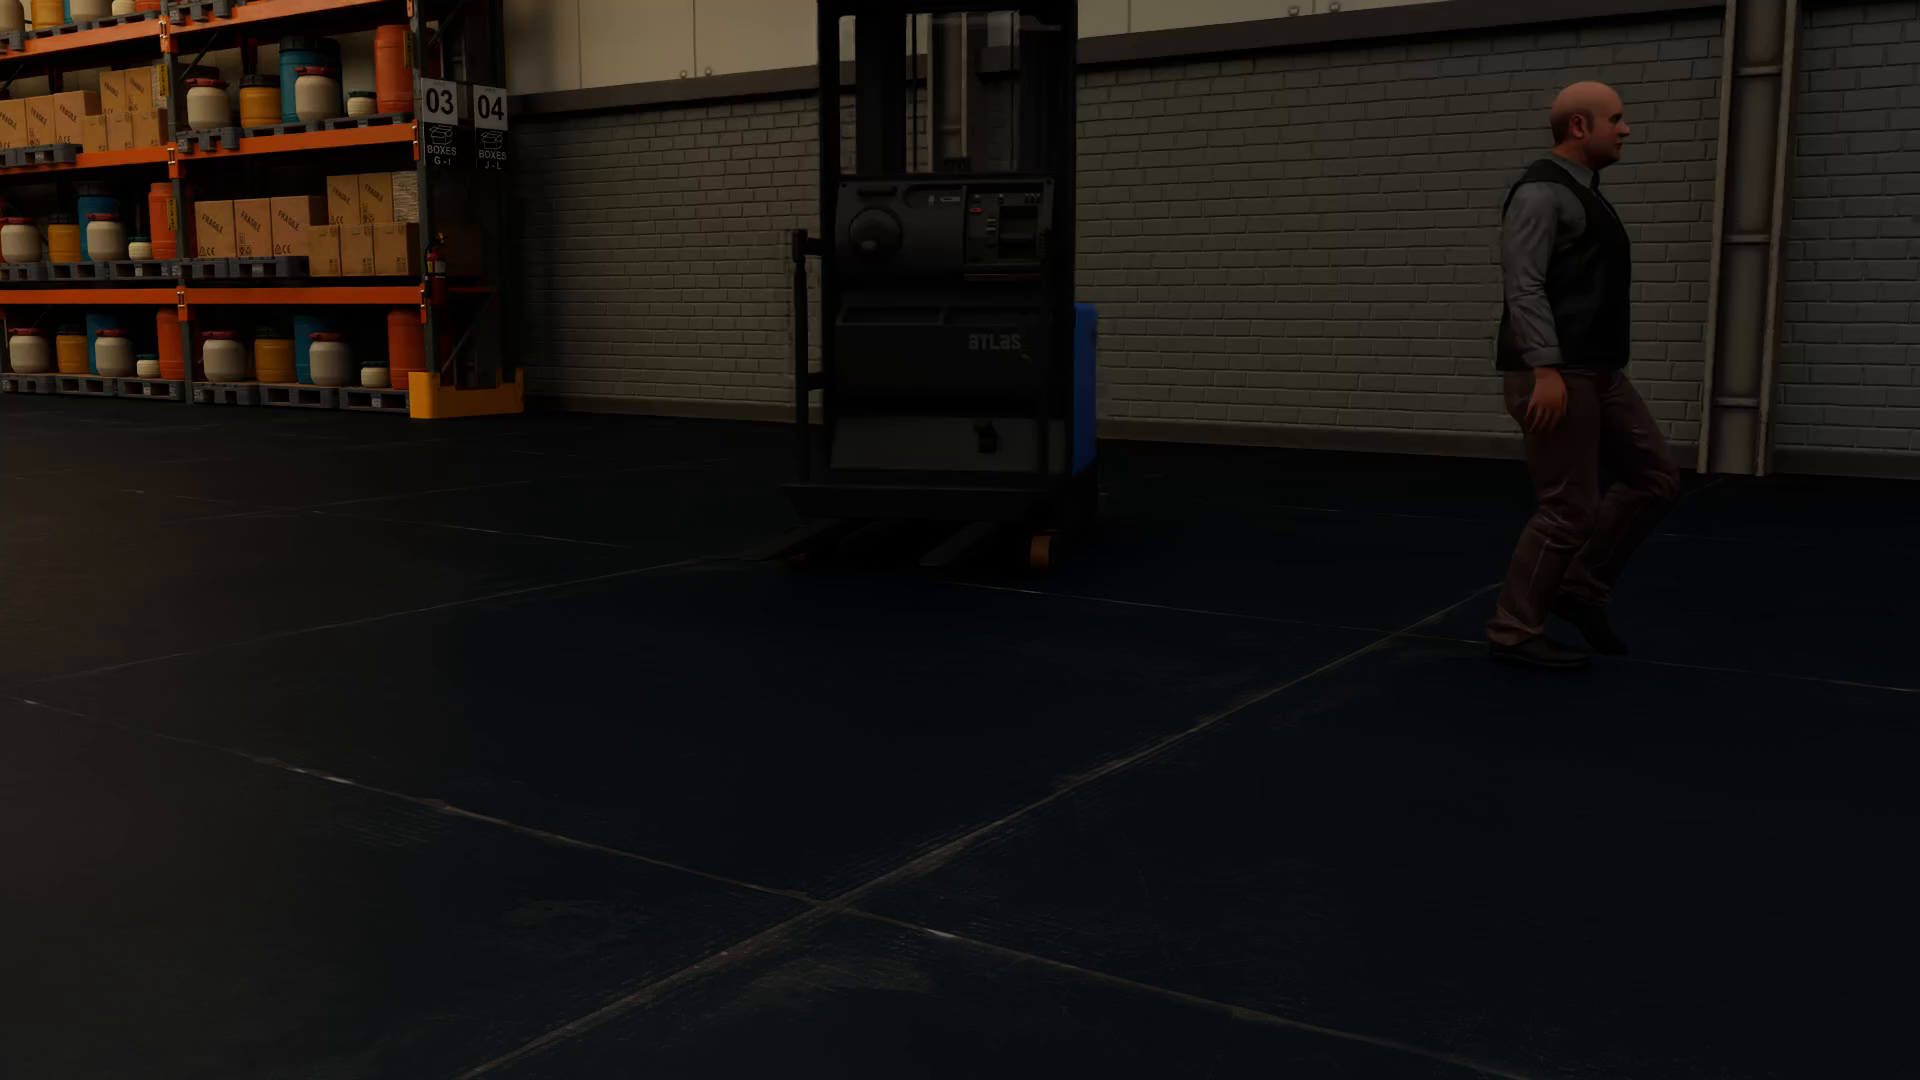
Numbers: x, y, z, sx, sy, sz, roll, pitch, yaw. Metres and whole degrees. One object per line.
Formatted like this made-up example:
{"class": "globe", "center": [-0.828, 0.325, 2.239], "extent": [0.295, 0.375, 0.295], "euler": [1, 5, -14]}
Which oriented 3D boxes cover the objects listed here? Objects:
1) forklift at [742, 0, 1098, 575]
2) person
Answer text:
{"class": "forklift", "center": [-0.106, -1.366, 6.796], "extent": [1.130, 2.935, 3.031], "euler": [2, 8, 11]}
{"class": "person", "center": [1.840, -0.463, 4.885], "extent": [0.494, 1.724, 0.645], "euler": [5, 10, 32]}
